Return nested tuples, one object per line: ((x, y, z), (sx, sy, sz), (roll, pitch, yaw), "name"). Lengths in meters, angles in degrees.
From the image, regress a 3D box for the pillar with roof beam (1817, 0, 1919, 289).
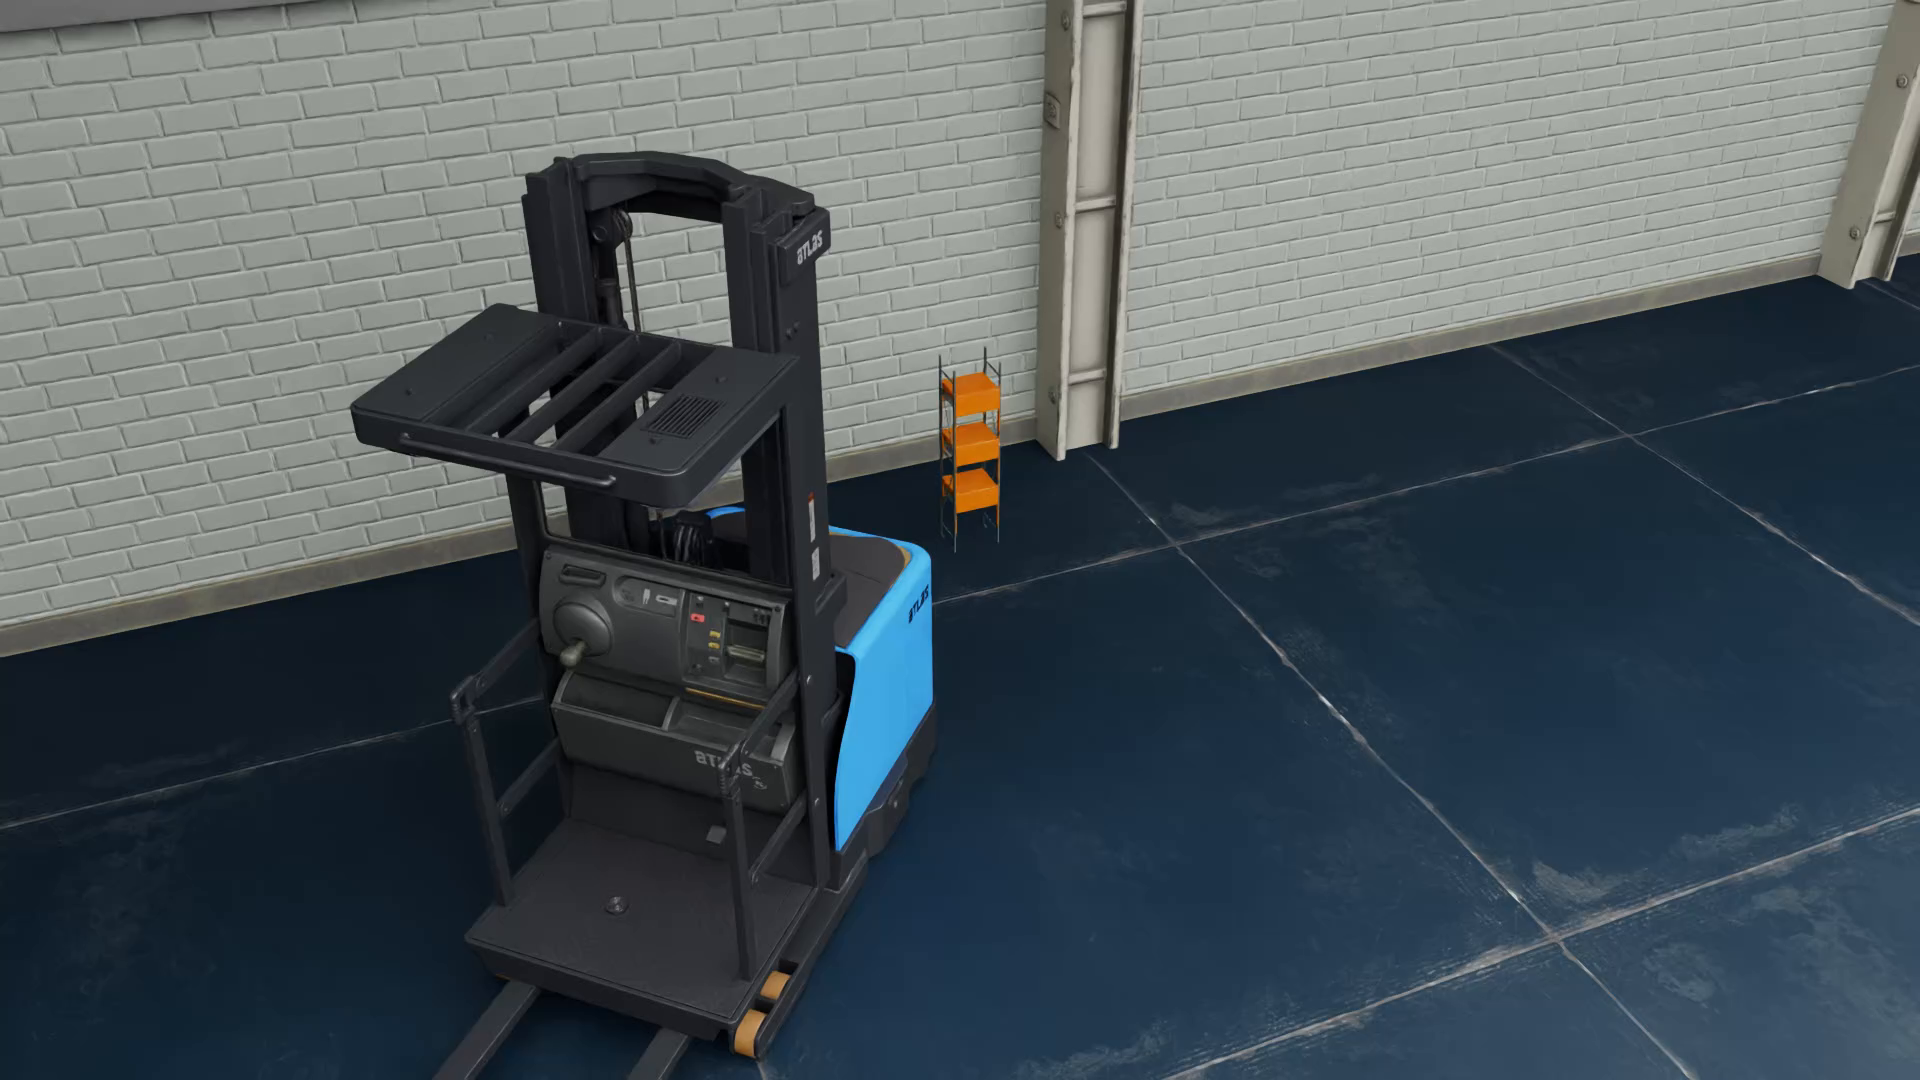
((7.870, -3.443, 5.790), (0.400, 9.000, 9.100), (-13, 35, -19), "pillar with roof beam")

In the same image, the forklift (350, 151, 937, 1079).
((-1.098, 0.353, 5.519), (1.130, 2.935, 3.031), (12, 35, 17), "forklift")

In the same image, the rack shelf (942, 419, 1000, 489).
((0.049, -0.442, 8.487), (0.240, 0.259, 0.215), (-13, 35, -19), "rack shelf")

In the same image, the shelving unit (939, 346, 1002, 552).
((0.049, -0.451, 8.481), (0.252, 1.050, 0.215), (-13, 35, -19), "shelving unit")

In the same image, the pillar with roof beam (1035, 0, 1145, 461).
((2.338, -2.176, 3.843), (0.400, 9.000, 9.100), (-13, 35, -19), "pillar with roof beam")

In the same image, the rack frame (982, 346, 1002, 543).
((0.162, -0.477, 8.521), (0.008, 1.050, 0.200), (-13, 35, -19), "rack frame")

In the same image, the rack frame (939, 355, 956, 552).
((-0.063, -0.426, 8.441), (0.008, 1.050, 0.200), (-13, 35, -19), "rack frame")

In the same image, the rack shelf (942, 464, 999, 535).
((0.049, -0.210, 8.638), (0.240, 0.259, 0.215), (-13, 35, -19), "rack shelf")

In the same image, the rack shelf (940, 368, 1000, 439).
((0.049, -0.680, 8.332), (0.240, 0.259, 0.215), (-13, 35, -19), "rack shelf")
